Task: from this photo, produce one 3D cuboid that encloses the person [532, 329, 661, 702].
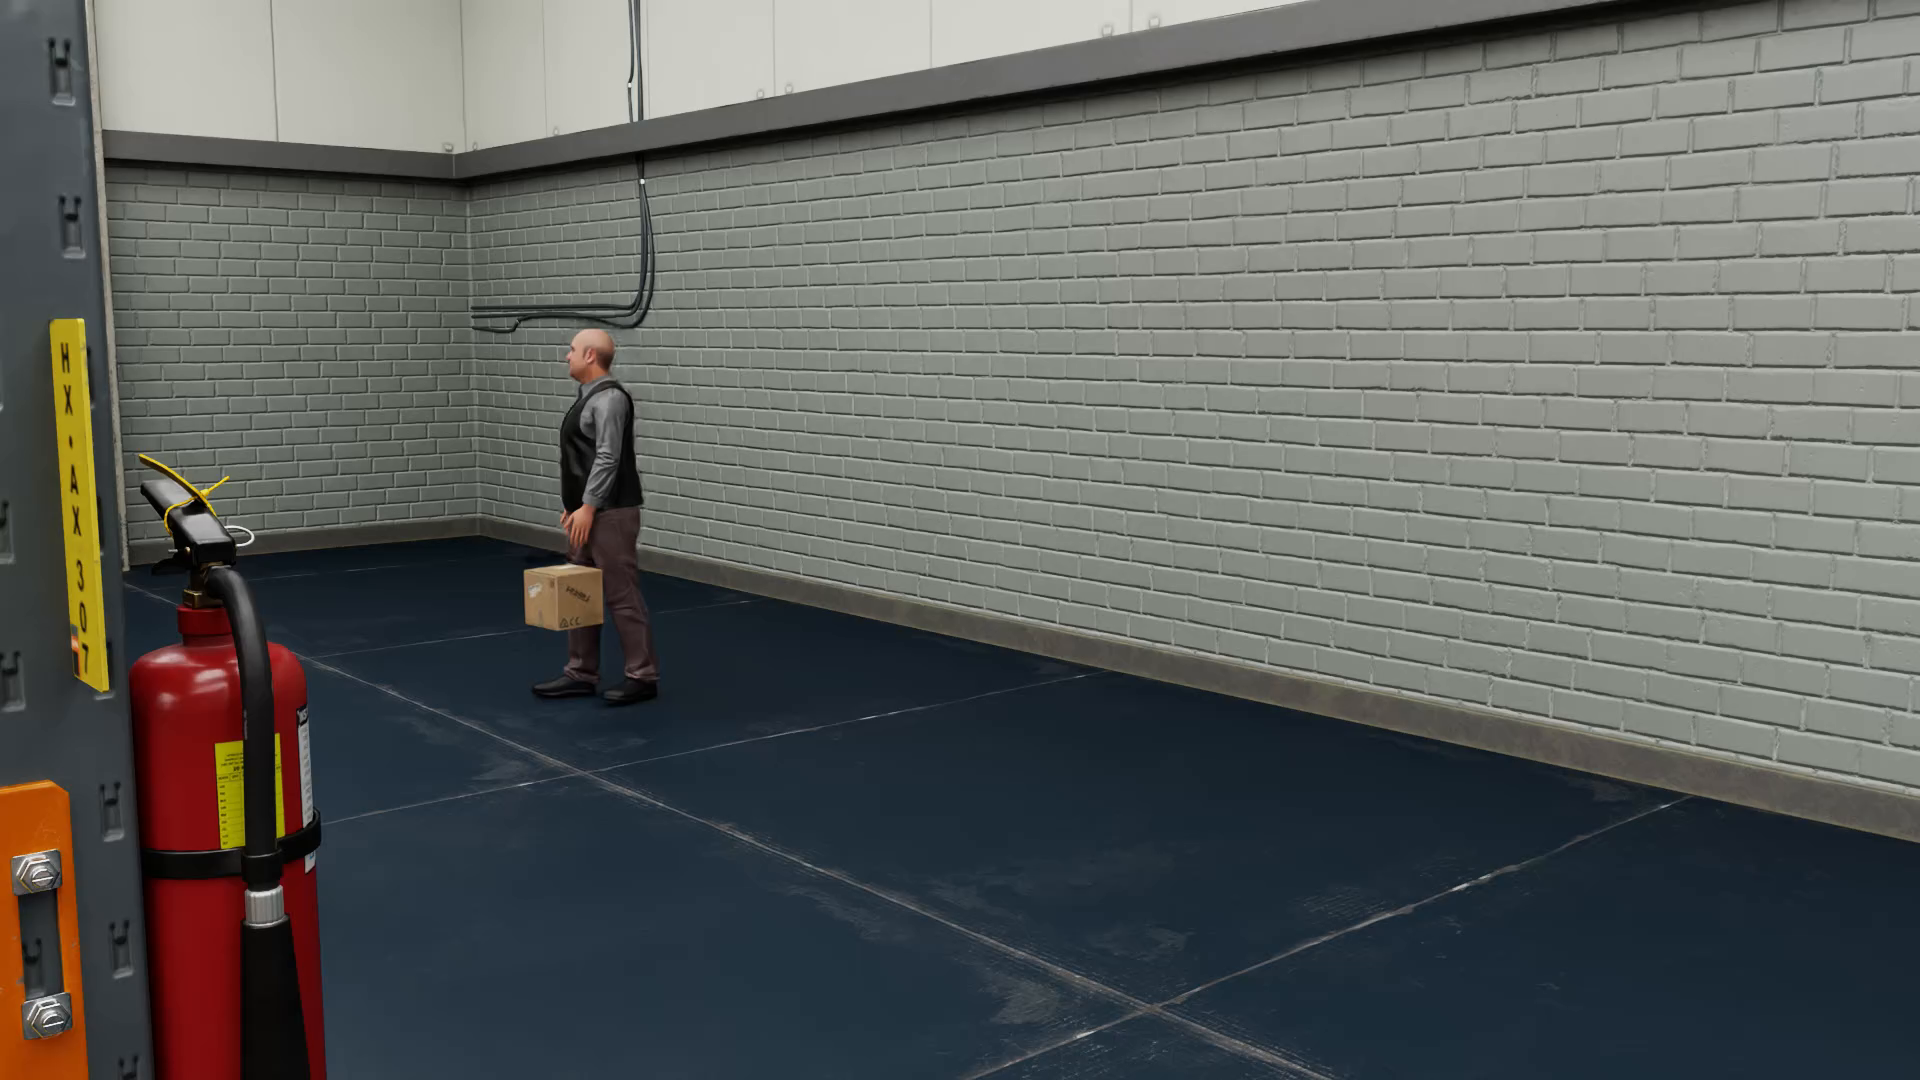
[{"bbox_3d":[-1.695,-0.107,7.692,0.564,1.725,0.549,-3,8,-23],"label":"person"}]
